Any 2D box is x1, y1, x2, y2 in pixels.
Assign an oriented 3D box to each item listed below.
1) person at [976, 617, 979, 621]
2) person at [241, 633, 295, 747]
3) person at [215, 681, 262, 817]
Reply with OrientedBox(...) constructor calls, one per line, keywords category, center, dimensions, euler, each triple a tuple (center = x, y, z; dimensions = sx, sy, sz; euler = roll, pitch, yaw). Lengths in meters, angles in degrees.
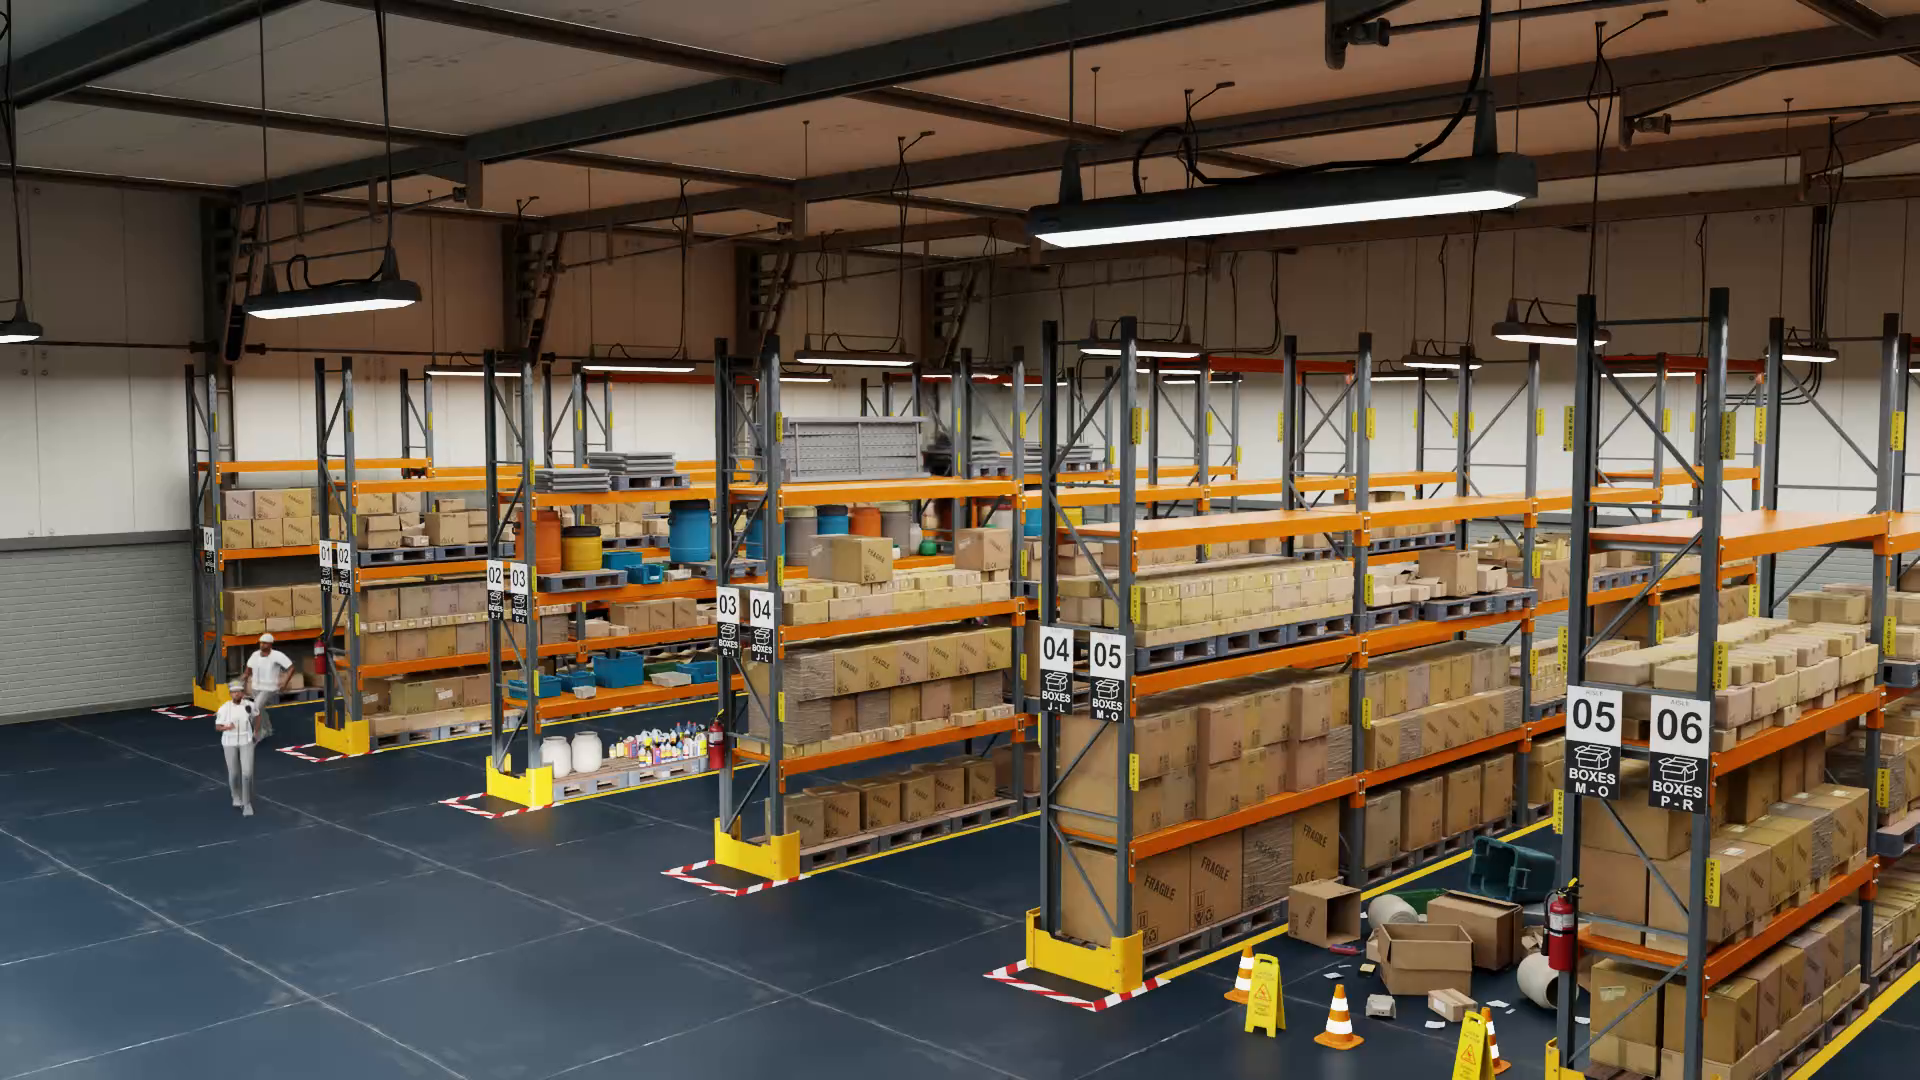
OrientedBox(category="person", center=(0.015, 1.656, 32.100), dimensions=(0.643, 1.821, 0.806), euler=(3, 5, 33))
OrientedBox(category="person", center=(-10.787, 2.330, 25.822), dimensions=(0.761, 1.781, 0.684), euler=(2, 5, 22))
OrientedBox(category="person", center=(-9.304, 2.678, 21.466), dimensions=(0.556, 1.757, 0.714), euler=(-2, 5, -23))
